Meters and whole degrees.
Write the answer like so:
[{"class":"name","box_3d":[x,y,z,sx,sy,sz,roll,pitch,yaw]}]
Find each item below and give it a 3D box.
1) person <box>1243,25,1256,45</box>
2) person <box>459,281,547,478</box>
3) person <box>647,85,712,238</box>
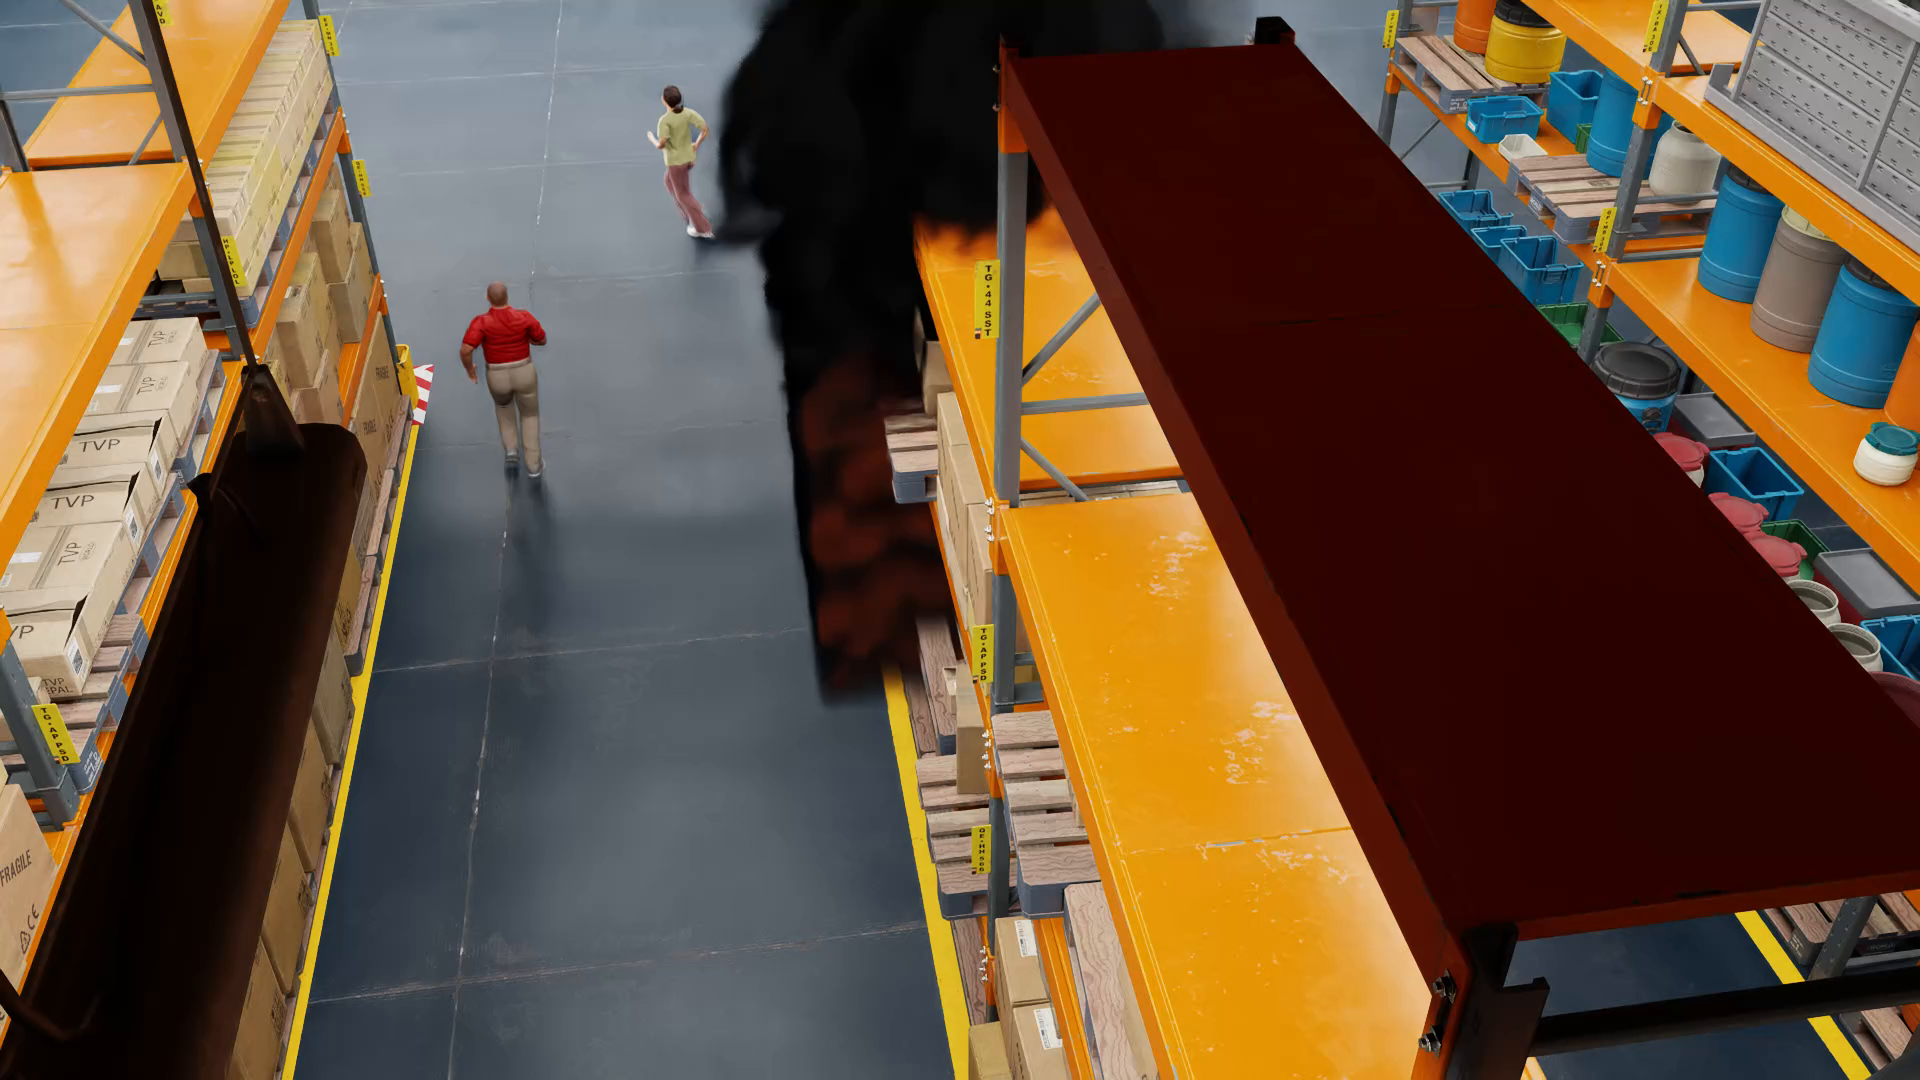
[{"class":"person","box_3d":[3.279,-4.939,18.756,0.861,1.710,0.593,12,38,15]},{"class":"person","box_3d":[-3.739,-1.335,13.844,0.685,1.791,0.753,-7,37,-9]},{"class":"person","box_3d":[-2.955,-3.946,17.437,0.650,1.674,0.552,20,41,25]}]
